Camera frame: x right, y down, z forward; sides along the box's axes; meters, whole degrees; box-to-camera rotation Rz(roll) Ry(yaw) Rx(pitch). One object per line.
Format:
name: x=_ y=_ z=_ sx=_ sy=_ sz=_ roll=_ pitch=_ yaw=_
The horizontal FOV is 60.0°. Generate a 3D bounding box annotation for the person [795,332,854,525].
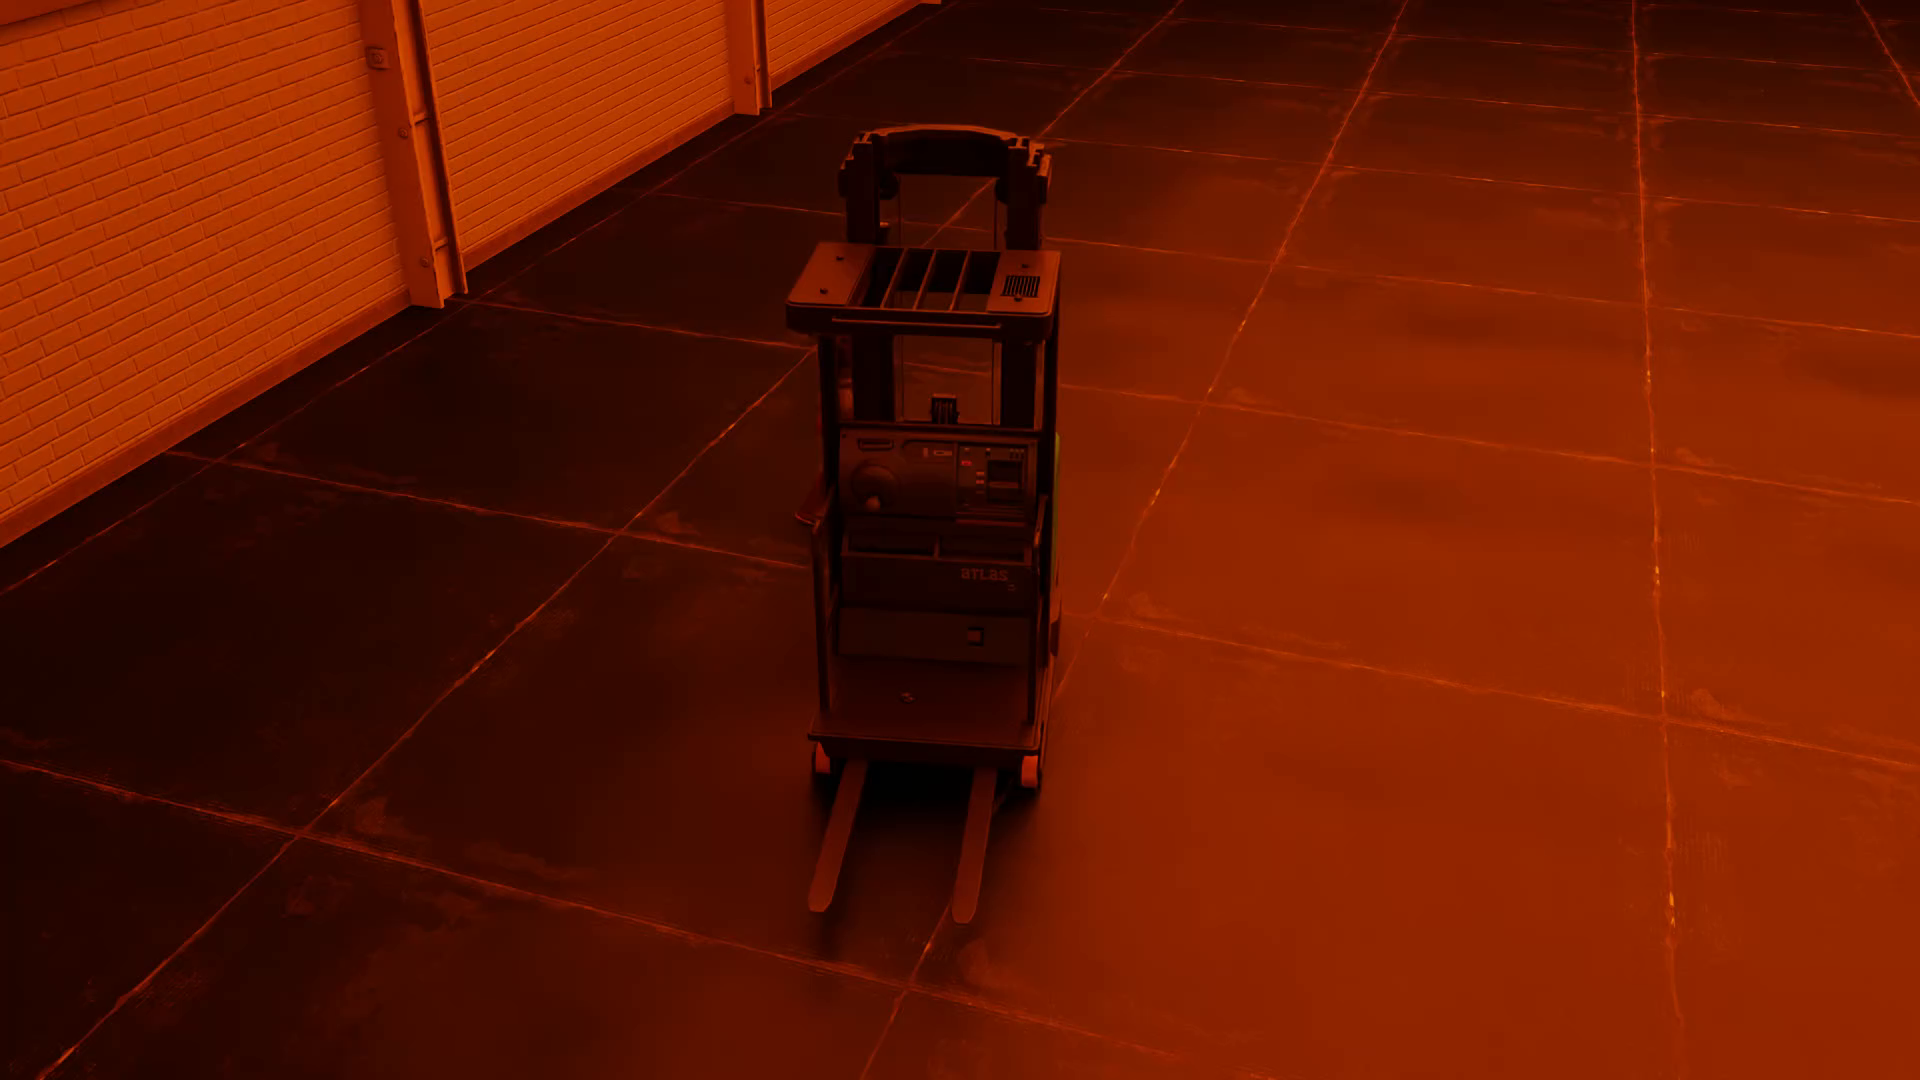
person: x=-0.795 y=-0.855 z=10.046 sx=0.460 sy=1.636 sz=0.818 roll=-1 pitch=30 yaw=-1

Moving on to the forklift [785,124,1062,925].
forklift: x=-0.126 y=-0.258 z=7.589 sx=1.130 sy=2.935 sz=3.031 roll=3 pitch=30 yaw=6
